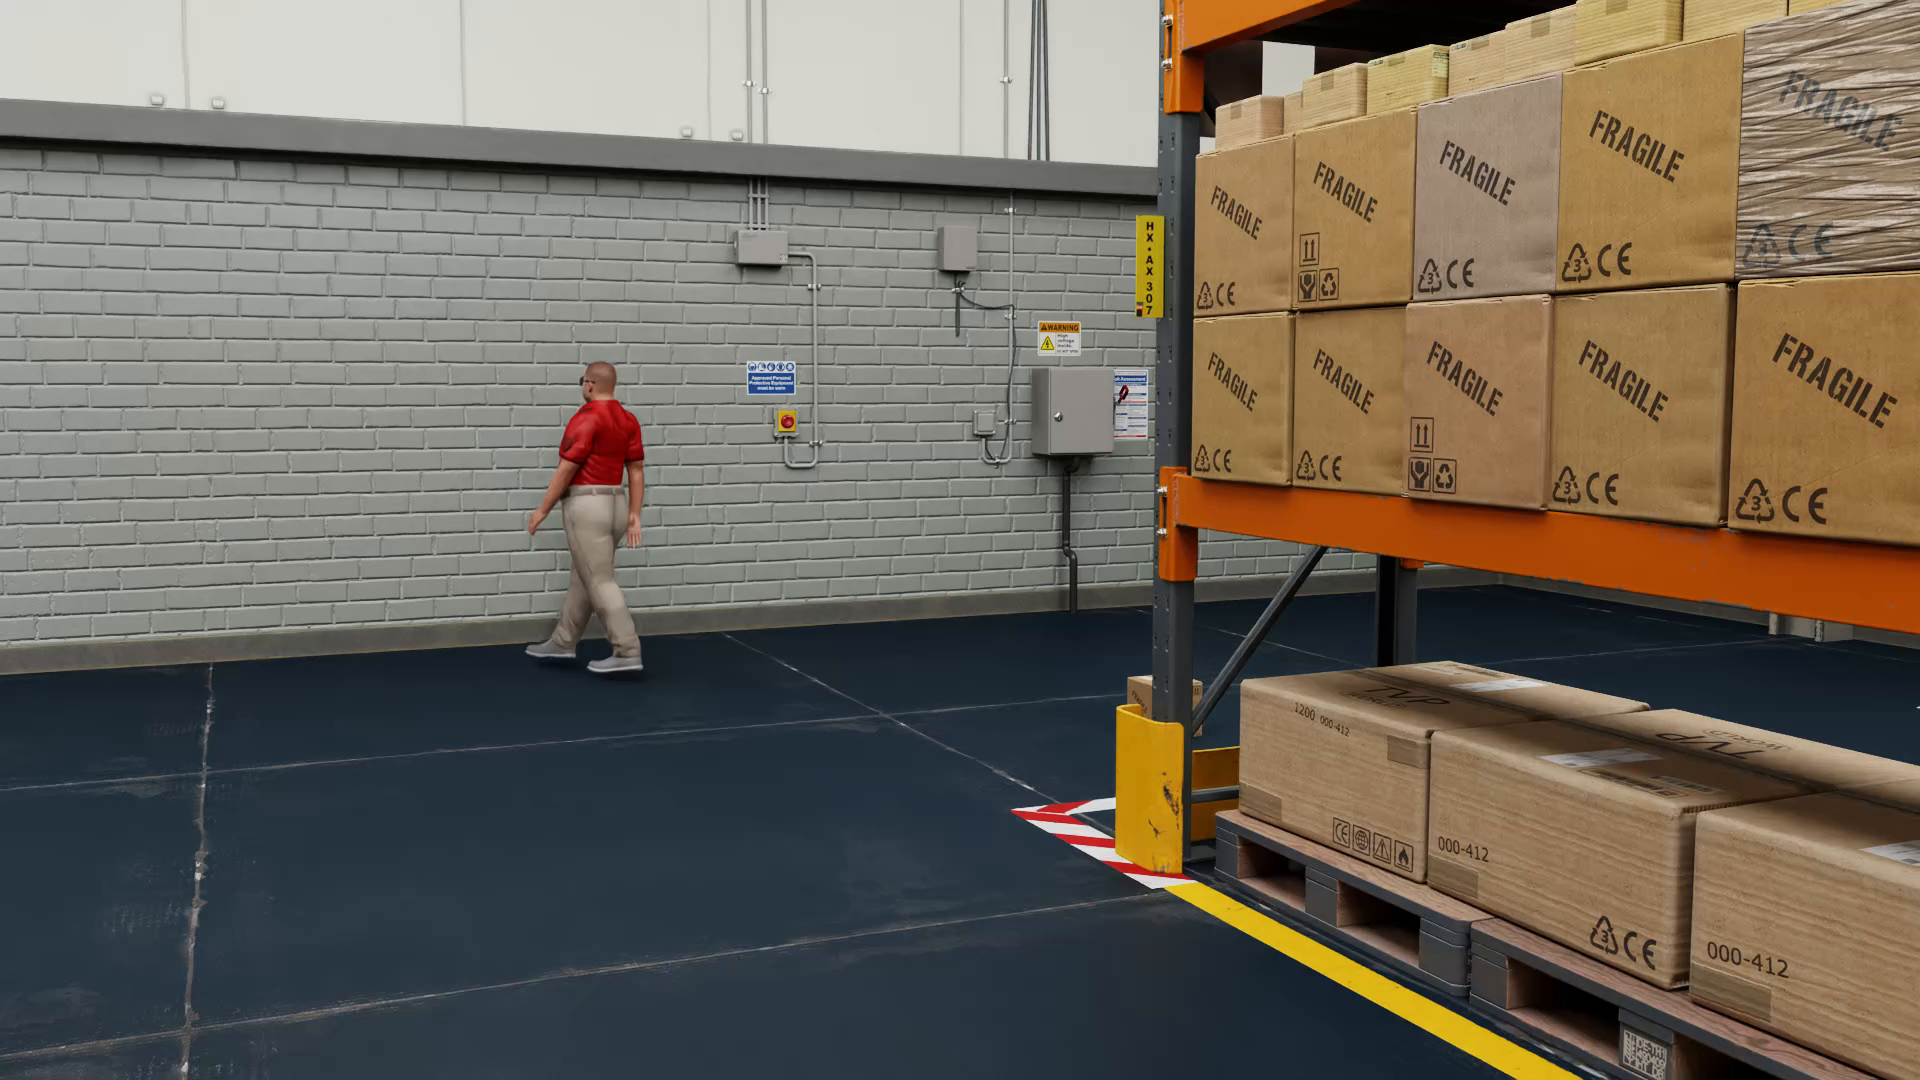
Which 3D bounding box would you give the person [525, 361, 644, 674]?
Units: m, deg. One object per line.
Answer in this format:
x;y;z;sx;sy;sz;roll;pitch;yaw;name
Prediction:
-2.113;-0.132;9.118;0.904;1.688;0.539;2;6;21;person
